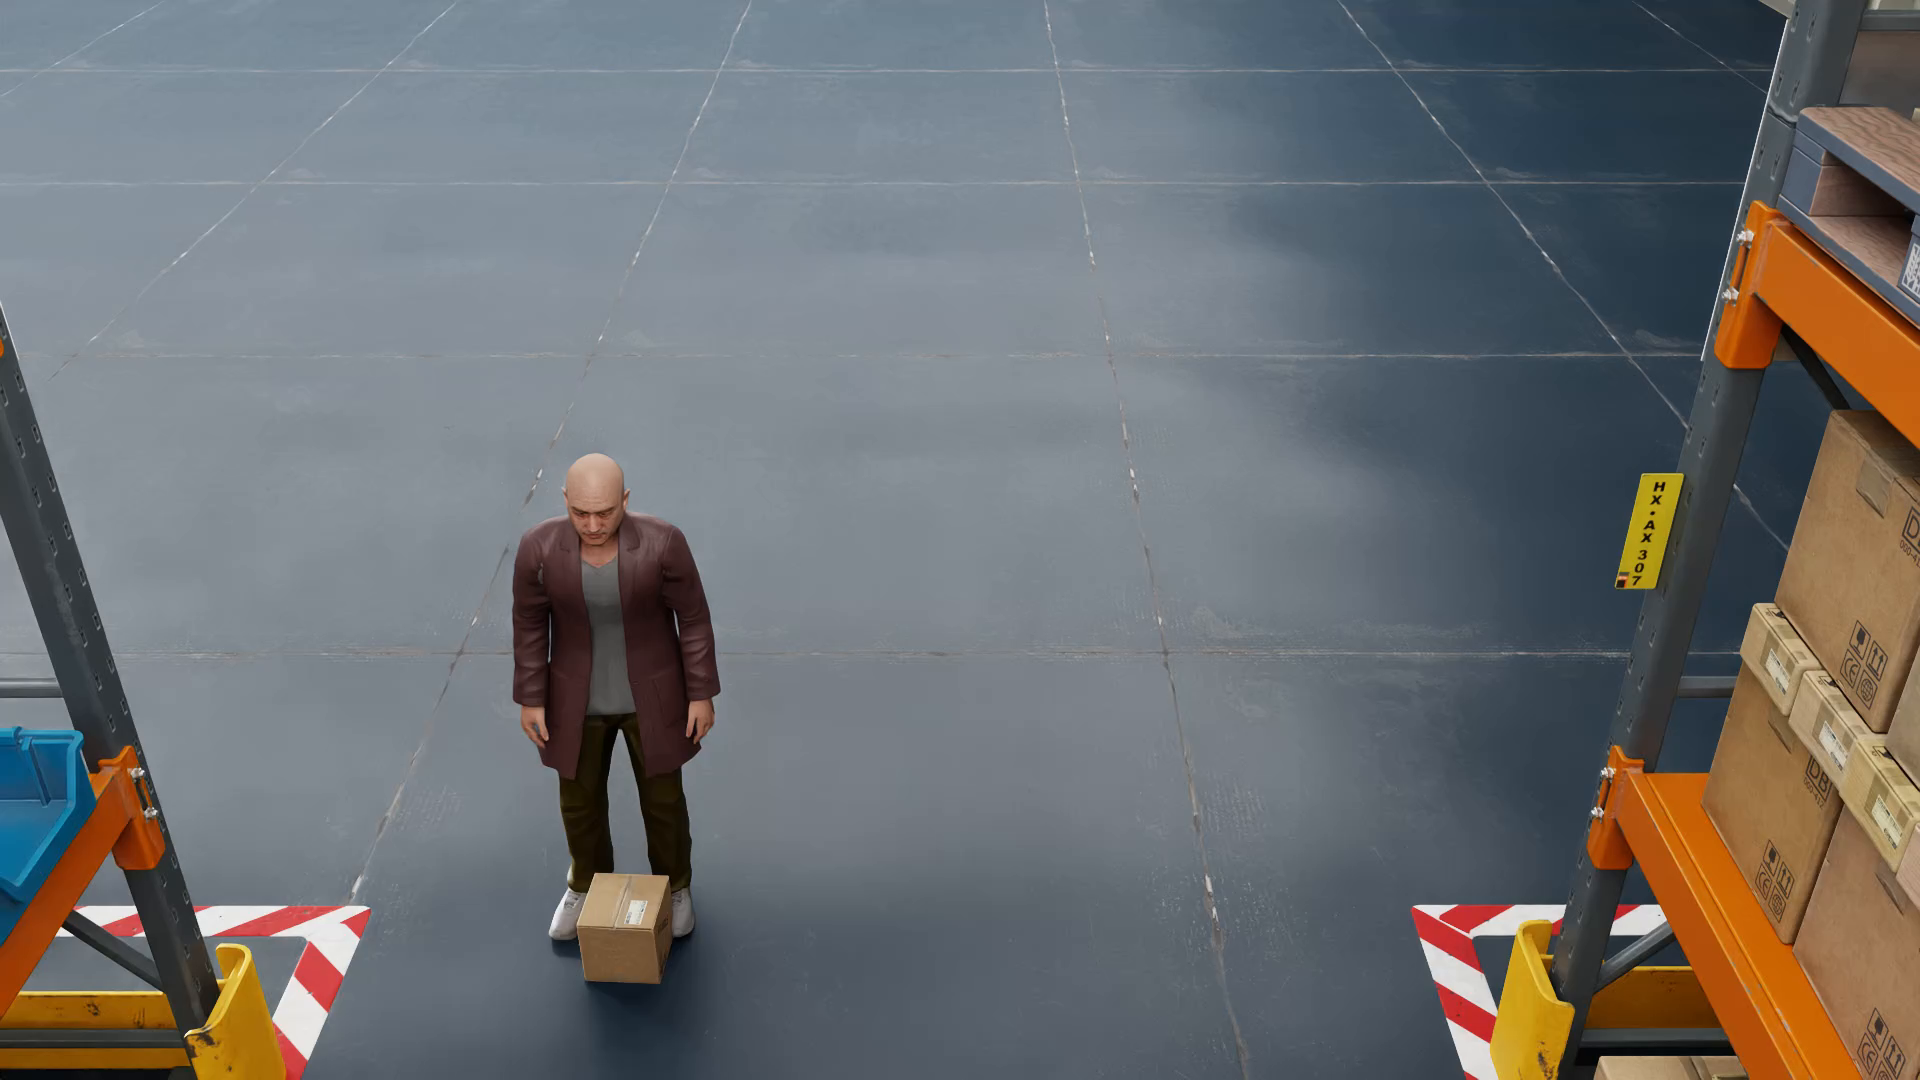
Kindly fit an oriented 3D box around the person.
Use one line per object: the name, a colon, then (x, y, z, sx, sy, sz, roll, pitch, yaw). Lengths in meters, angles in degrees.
person: (-1.091, 0.553, 5.349, 0.655, 1.654, 0.419, -2, 31, -3)
